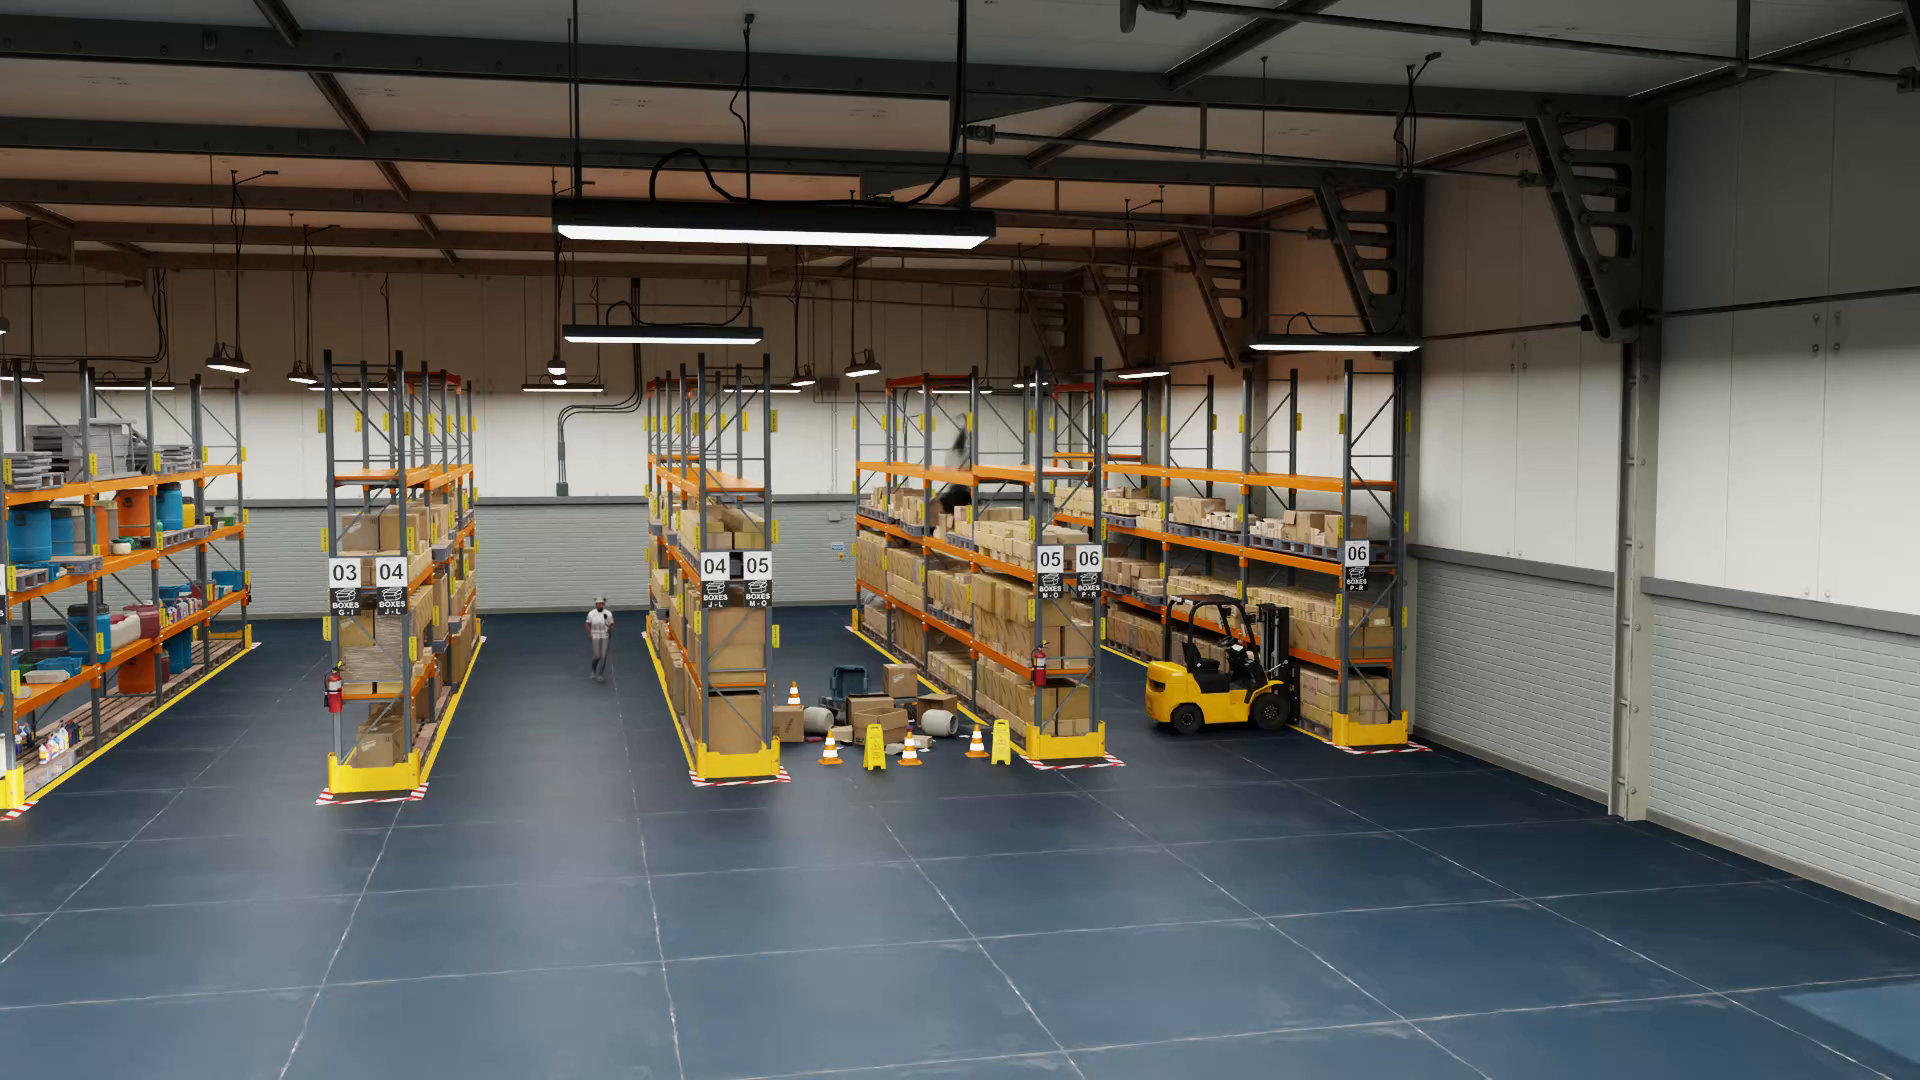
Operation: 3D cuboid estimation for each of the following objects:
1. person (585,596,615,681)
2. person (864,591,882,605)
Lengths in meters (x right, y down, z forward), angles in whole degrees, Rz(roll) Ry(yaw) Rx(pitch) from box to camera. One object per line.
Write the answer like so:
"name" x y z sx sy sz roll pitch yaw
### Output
"person" -6.978 1.919 32.316 0.561 1.667 0.573 -1 4 -16
"person" -2.117 1.230 41.536 0.606 1.745 0.645 -1 4 -18
